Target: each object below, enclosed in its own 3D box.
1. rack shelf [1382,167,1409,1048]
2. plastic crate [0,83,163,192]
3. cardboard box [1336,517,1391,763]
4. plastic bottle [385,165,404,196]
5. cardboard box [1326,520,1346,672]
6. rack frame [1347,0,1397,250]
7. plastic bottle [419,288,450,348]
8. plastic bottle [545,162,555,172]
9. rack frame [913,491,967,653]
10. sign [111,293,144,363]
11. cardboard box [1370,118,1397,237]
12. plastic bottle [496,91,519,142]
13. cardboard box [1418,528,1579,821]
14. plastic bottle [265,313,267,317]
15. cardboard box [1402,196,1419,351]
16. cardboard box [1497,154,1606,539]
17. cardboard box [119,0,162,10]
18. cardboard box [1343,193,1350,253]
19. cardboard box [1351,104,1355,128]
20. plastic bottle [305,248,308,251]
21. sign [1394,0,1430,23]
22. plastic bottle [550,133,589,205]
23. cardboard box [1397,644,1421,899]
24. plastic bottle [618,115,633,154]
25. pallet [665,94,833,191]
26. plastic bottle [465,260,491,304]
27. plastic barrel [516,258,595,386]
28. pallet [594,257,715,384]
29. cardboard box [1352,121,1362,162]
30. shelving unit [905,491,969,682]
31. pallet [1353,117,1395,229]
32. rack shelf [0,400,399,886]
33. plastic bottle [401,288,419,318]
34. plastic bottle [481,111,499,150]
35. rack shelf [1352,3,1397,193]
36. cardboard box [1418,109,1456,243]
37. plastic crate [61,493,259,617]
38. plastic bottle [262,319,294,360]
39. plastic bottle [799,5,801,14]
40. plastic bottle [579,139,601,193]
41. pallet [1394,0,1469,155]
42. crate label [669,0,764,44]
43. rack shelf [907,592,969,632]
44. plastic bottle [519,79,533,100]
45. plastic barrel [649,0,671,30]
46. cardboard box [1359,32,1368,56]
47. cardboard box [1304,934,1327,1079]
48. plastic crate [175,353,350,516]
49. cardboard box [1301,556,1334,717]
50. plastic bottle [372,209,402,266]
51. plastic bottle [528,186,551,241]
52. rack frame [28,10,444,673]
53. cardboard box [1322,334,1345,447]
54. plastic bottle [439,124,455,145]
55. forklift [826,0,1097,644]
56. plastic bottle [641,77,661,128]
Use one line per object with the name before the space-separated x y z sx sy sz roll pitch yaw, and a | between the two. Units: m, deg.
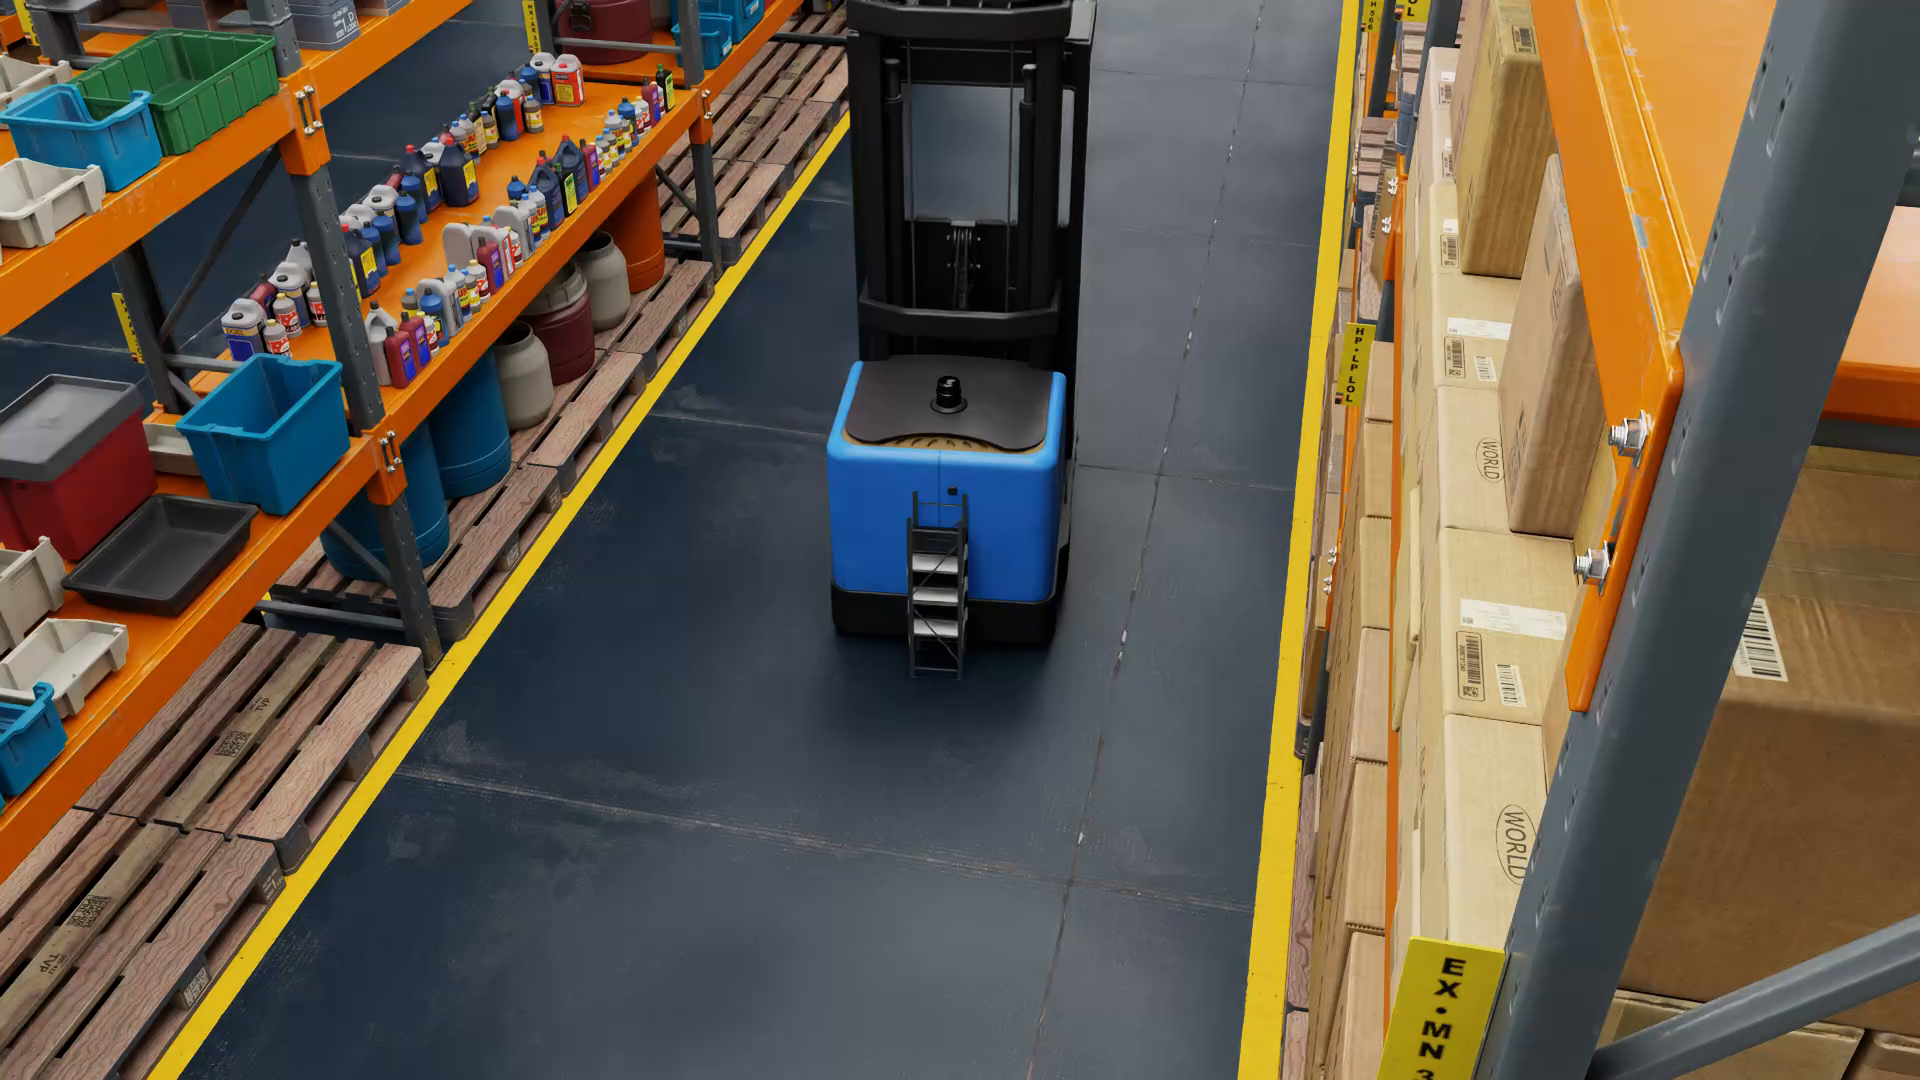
rack shelf | 1.498 0.149 3.816 1.077 0.370 4.000 7 37 10
plastic crate | -2.795 -1.283 5.320 0.416 0.233 0.300 7 37 10
cardboard box | 1.330 0.305 4.606 0.500 0.500 0.500 6 36 9
plastic bottle | -2.875 -1.764 8.497 0.061 0.283 0.133 7 37 10
cardboard box | 1.550 0.143 5.682 0.500 0.500 0.500 8 37 11
rack frame | 2.780 -2.368 9.231 1.000 3.000 0.127 7 37 10
plastic bottle | -2.362 -1.003 7.458 0.097 0.271 0.097 0 36 0
plastic bottle | -2.100 -1.828 8.586 0.061 0.283 0.133 7 37 10
rack frame | -0.088 0.158 7.536 0.240 0.900 0.006 4 36 5
sign | -3.450 -0.880 6.942 0.100 0.325 0.005 7 37 10
cardboard box | 2.374 -1.703 7.871 0.700 0.500 0.500 14 38 19
plastic bottle | -2.557 -2.395 9.379 0.097 0.271 0.097 0 36 0
cardboard box | 1.038 0.249 2.766 0.500 0.250 0.500 7 37 10
plastic bottle | -3.146 -0.954 7.449 0.097 0.201 0.097 0 36 0
cardboard box | 1.469 -0.695 4.494 0.500 0.250 0.500 7 37 10
cardboard box | 1.357 -0.314 2.904 0.700 0.500 0.500 7 37 10
cardboard box | -6.434 -4.130 13.417 0.700 0.500 0.500 4 36 6
cardboard box | 2.761 -2.053 10.782 0.500 0.250 0.500 7 37 9
cardboard box | 3.196 -3.225 12.399 0.500 0.250 0.500 8 37 11
plastic bottle | -2.997 -1.352 7.871 0.144 0.351 0.185 7 37 10
sign | 1.383 -1.726 5.013 0.100 0.325 0.005 7 37 10
plastic bottle | -2.047 -1.944 8.689 0.144 0.351 0.185 7 37 10
cardboard box | 1.041 0.452 2.913 0.500 0.250 0.500 7 37 10
plastic bottle | -1.882 -2.262 9.254 0.097 0.201 0.097 0 36 0
pallet | -1.592 -2.999 12.477 1.003 0.211 1.213 7 37 10
plastic bottle | -2.270 -1.219 7.816 0.097 0.201 0.097 0 36 0
plastic barrel | -2.387 -1.255 9.392 0.600 0.588 0.708 7 37 10
pallet | -2.186 -1.405 10.278 1.003 0.211 1.213 7 37 10
cardboard box | 2.866 -2.571 11.018 0.500 0.311 0.500 7 37 10
shelving unit | -0.099 0.217 7.454 0.258 0.900 0.210 4 36 5
pallet | 2.704 -1.893 8.739 1.213 0.211 1.003 7 37 10
rack shelf | -3.340 0.740 5.556 1.077 0.370 4.000 7 37 10
plastic bottle | -2.489 -1.050 7.582 0.097 0.201 0.097 0 36 0
plastic bottle | -2.645 -2.298 9.304 0.097 0.201 0.097 0 36 0
rack shelf | 3.207 -3.223 11.024 1.077 0.370 4.000 7 37 10
cardboard box | 1.474 -0.897 4.347 0.500 0.250 0.500 7 37 10
plastic crate | -2.889 0.065 6.058 0.437 0.125 0.590 7 37 10
plastic bottle | -3.019 -0.879 7.346 0.097 0.201 0.097 0 36 0
plastic bottle | -1.424 -4.680 14.361 0.061 0.283 0.133 9 37 12
plastic bottle | -1.972 -2.003 8.827 0.061 0.283 0.133 7 37 10
pallet | 2.133 -1.578 5.746 1.213 0.211 1.003 7 37 10
crate label | -1.582 -3.541 10.820 0.502 0.435 0.616 7 37 10
rack shelf | -0.099 0.317 7.526 0.258 0.077 0.200 4 36 5
plastic bottle | -2.539 -2.584 9.699 0.097 0.201 0.097 0 36 0
plastic barrel | -2.047 -3.653 10.909 0.421 0.512 0.421 0 36 0
cardboard box | 3.303 -3.739 12.631 0.500 0.311 0.500 7 37 10
cardboard box | 1.120 1.304 4.080 0.500 0.500 0.500 8 37 10
plastic crate | -2.679 -0.405 6.486 0.392 0.384 0.575 7 37 10
cardboard box | 1.751 0.440 7.112 0.500 0.500 0.500 7 37 10
plastic bottle | -2.804 -1.483 8.120 0.097 0.271 0.097 0 36 0
plastic bottle | -2.122 -1.646 8.345 0.097 0.271 0.097 0 36 0
rack frame | -2.913 -0.698 6.927 1.000 3.000 0.127 7 37 10
cardboard box | 2.185 -0.721 8.714 0.500 0.500 0.500 7 36 9
plastic bottle | -2.758 -2.079 8.933 0.061 0.283 0.133 7 37 10
forklift | 0.066 -1.553 8.165 1.130 2.935 3.031 4 36 5
plastic bottle | -1.777 -2.526 9.549 0.061 0.283 0.133 7 37 10
